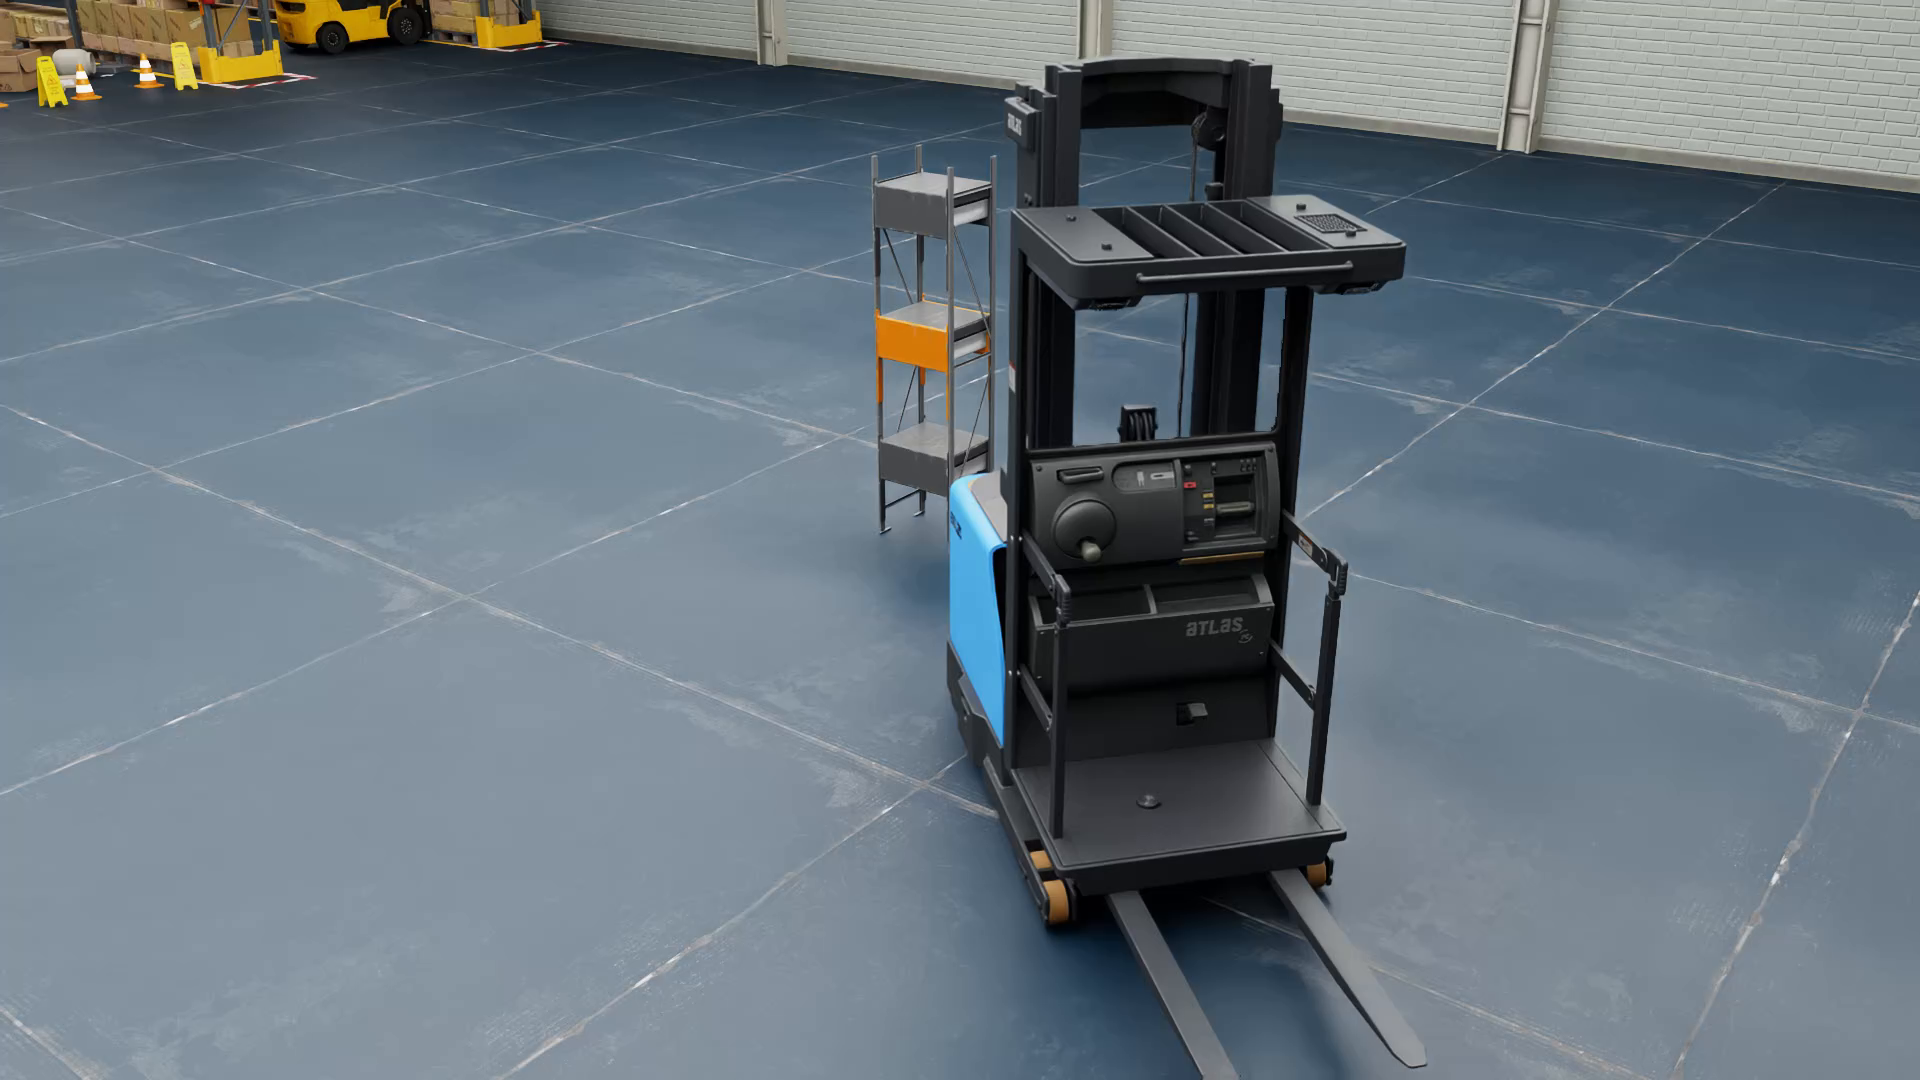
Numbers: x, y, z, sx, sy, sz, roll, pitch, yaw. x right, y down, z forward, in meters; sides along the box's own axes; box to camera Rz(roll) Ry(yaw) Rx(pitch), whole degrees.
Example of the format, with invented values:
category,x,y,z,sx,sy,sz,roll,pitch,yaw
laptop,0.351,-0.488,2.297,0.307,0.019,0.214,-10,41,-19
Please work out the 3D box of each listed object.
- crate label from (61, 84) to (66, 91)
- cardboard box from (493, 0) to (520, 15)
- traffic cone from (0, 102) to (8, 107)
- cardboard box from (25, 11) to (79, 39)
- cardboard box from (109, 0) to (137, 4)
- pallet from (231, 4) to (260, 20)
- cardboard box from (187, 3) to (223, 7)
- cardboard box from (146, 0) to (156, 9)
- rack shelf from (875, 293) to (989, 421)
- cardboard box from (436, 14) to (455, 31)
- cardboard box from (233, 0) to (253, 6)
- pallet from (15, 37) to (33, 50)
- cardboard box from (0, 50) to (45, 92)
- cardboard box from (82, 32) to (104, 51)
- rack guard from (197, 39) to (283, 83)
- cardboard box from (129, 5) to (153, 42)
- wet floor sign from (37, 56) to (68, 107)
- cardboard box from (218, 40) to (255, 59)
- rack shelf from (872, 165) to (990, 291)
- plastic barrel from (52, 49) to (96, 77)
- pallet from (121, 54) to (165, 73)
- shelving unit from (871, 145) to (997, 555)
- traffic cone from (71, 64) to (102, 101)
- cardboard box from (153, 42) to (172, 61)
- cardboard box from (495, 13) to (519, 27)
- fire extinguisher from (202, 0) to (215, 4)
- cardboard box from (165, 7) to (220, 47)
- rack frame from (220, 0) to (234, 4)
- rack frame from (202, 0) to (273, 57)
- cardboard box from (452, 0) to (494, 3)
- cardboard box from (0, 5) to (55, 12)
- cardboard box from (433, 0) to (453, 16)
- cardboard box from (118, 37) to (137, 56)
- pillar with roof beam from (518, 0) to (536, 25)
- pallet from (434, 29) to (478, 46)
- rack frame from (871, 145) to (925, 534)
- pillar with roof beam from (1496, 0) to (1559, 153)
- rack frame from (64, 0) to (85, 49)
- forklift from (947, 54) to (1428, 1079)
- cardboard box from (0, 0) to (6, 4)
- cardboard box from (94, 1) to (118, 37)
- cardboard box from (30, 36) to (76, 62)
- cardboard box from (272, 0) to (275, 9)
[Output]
category,x,y,z,sx,sy,sz,roll,pitch,yaw
crate label,-12.902,-6.421,23.652,0.298,0.136,0.250,3,24,6
cardboard box,-8.002,-9.259,28.813,0.500,0.250,0.500,17,29,34
traffic cone,-13.185,-6.117,22.560,0.334,0.463,0.336,17,29,33
cardboard box,-14.923,-8.569,27.716,0.625,0.372,0.950,19,30,36
cardboard box,-12.921,-8.387,25.720,0.250,0.149,0.380,19,30,36
pallet,-13.516,-10.362,32.506,1.213,0.211,1.003,17,29,33
cardboard box,-11.644,-8.005,25.657,0.500,0.500,0.500,16,28,31
cardboard box,-12.055,-8.125,25.126,0.250,0.149,0.380,17,29,34
rack shelf,-0.132,-0.988,8.923,0.480,0.518,0.431,17,29,33
cardboard box,-8.708,-8.984,28.810,0.500,0.250,0.500,17,29,33
cardboard box,-13.661,-10.800,32.466,0.625,0.625,0.875,18,29,35
pallet,-15.529,-8.487,28.250,1.213,0.211,1.003,17,29,33
cardboard box,-13.648,-6.779,24.011,0.637,0.503,0.797,-1,24,-3
cardboard box,-13.615,-7.984,26.541,0.500,0.250,0.500,15,28,31
rack guard,-10.785,-7.188,24.943,0.348,0.500,1.175,17,29,33
cardboard box,-12.341,-7.949,25.531,0.500,0.500,0.500,16,28,32
wet floor sign,-12.401,-6.246,22.626,0.232,0.644,0.267,12,26,24
cardboard box,-11.204,-7.531,25.512,0.500,0.250,0.500,17,29,33
rack shelf,-0.132,-1.629,8.641,0.480,0.518,0.431,17,29,33
plastic barrel,-13.285,-7.145,24.942,0.512,0.421,0.421,-5,24,-12
pallet,-12.386,-7.558,26.143,1.213,0.211,1.003,17,29,33
shelving unit,-0.132,-1.001,8.917,0.503,2.100,0.431,17,29,33
traffic cone,-12.236,-6.400,23.201,0.334,0.463,0.336,17,29,33
cardboard box,-11.942,-7.483,25.404,0.500,0.250,0.500,17,29,33
cardboard box,-8.026,-9.031,28.916,0.500,0.250,0.500,17,29,34
fire extinguisher,-10.909,-8.101,24.013,0.183,0.674,0.296,17,29,33
cardboard box,-11.522,-7.700,24.964,0.500,0.500,0.500,17,29,34
rack frame,-14.152,-11.850,32.425,0.127,3.000,1.000,17,29,33
rack frame,-10.724,-8.313,24.397,0.127,3.000,1.000,17,29,33
cardboard box,-8.306,-9.318,28.326,0.500,0.250,0.500,18,29,35
cardboard box,-16.084,-8.922,28.517,0.625,0.372,0.950,16,28,32
cardboard box,-8.722,-9.220,28.724,0.500,0.250,0.500,16,29,33
cardboard box,-12.755,-7.732,25.967,0.500,0.250,0.500,16,29,33
pillar with roof beam,-10.349,-11.731,24.714,0.400,9.000,9.100,17,29,33
pallet,-8.387,-8.811,28.985,1.213,0.211,1.003,17,29,33
rack frame,-0.328,-1.060,9.051,0.015,2.100,0.400,17,29,33
pillar with roof beam,4.055,-7.378,14.835,0.400,9.000,9.100,17,29,33
rack frame,-13.925,-9.280,26.593,0.127,3.000,1.000,17,29,33
forklift,0.766,-0.104,5.850,1.130,2.935,3.031,-5,24,-12
cardboard box,-17.629,-9.661,29.572,0.875,0.875,0.875,17,29,33
cardboard box,-13.179,-8.202,26.104,0.500,0.500,0.500,18,30,35
cardboard box,-13.884,-7.439,25.512,0.500,0.500,0.500,-5,24,-12
cardboard box,-12.594,-10.482,31.744,0.625,0.625,0.875,15,28,31
